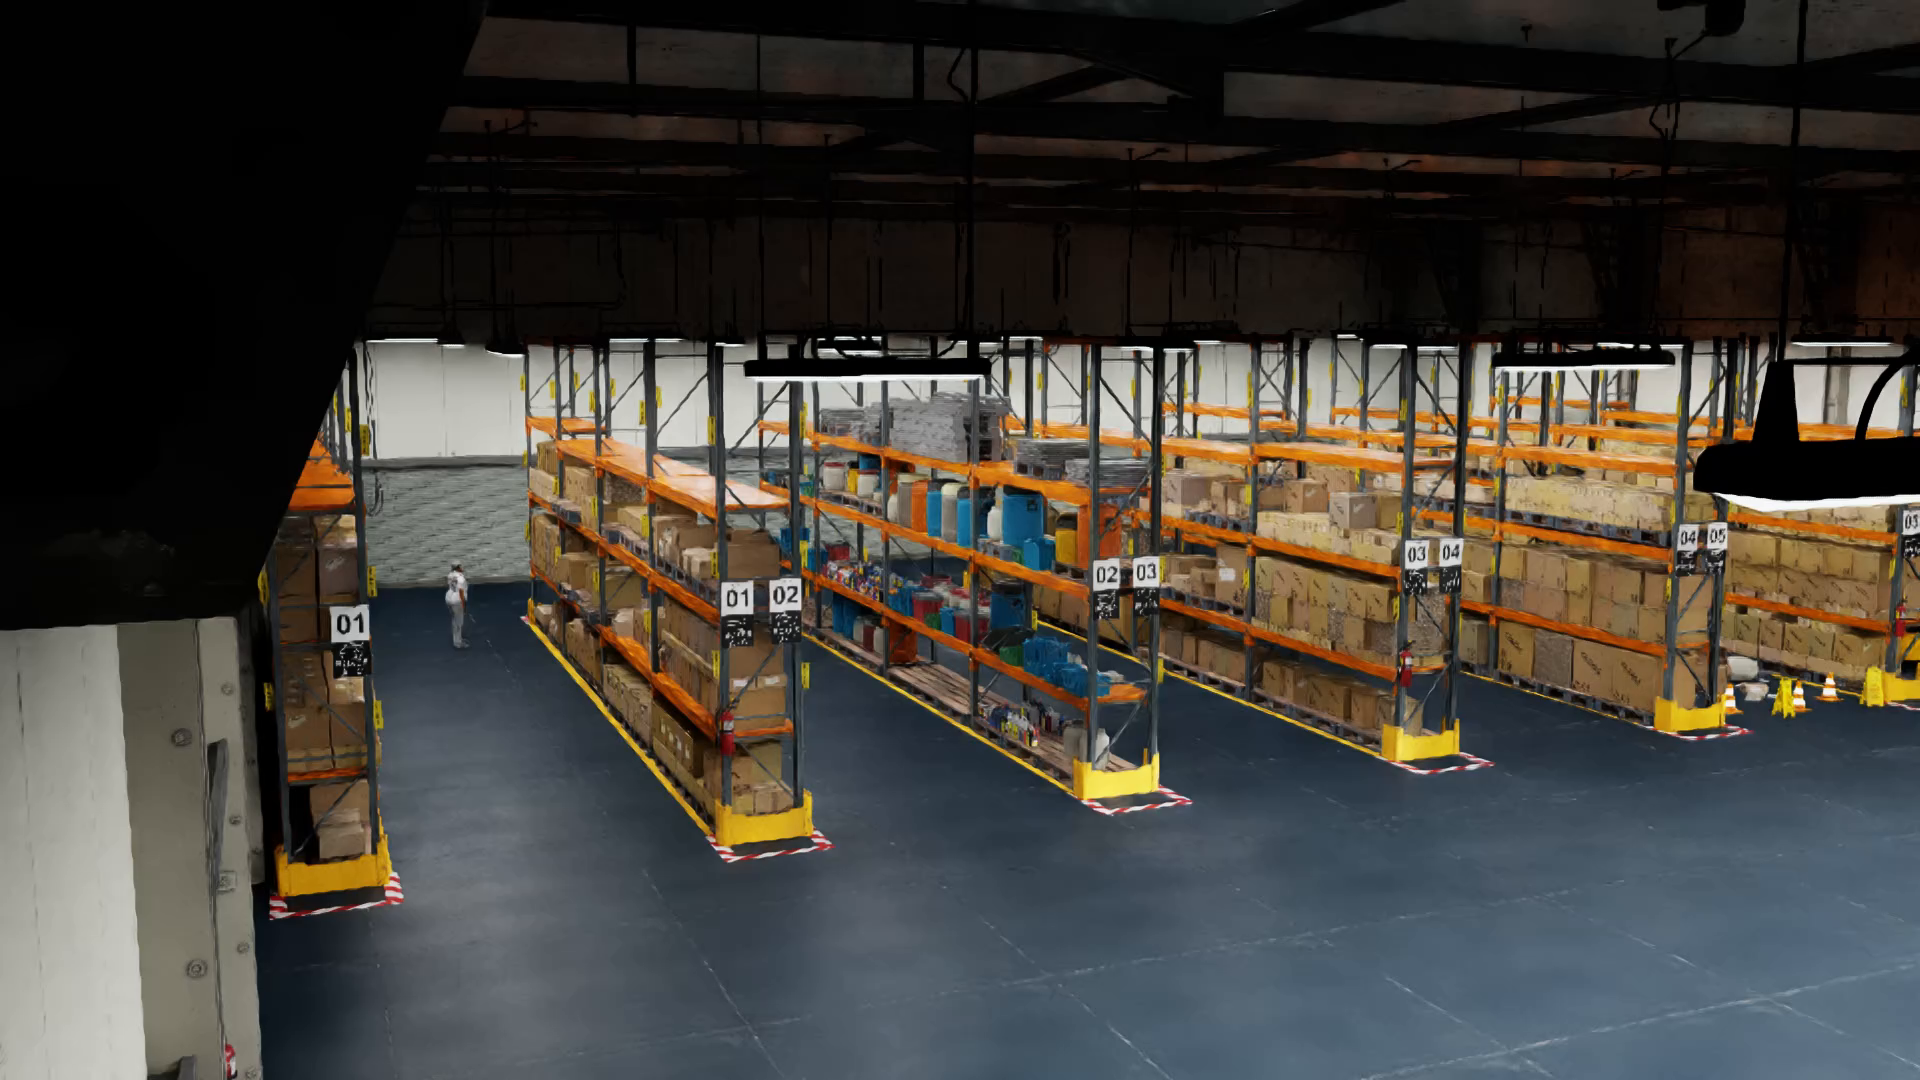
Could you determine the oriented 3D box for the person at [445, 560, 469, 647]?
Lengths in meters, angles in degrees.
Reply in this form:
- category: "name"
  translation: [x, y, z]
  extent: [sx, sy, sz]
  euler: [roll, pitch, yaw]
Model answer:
- category: "person"
  translation: [-9.723, 1.207, 32.276]
  extent: [0.460, 1.667, 0.571]
  euler: [-7, 10, -42]
